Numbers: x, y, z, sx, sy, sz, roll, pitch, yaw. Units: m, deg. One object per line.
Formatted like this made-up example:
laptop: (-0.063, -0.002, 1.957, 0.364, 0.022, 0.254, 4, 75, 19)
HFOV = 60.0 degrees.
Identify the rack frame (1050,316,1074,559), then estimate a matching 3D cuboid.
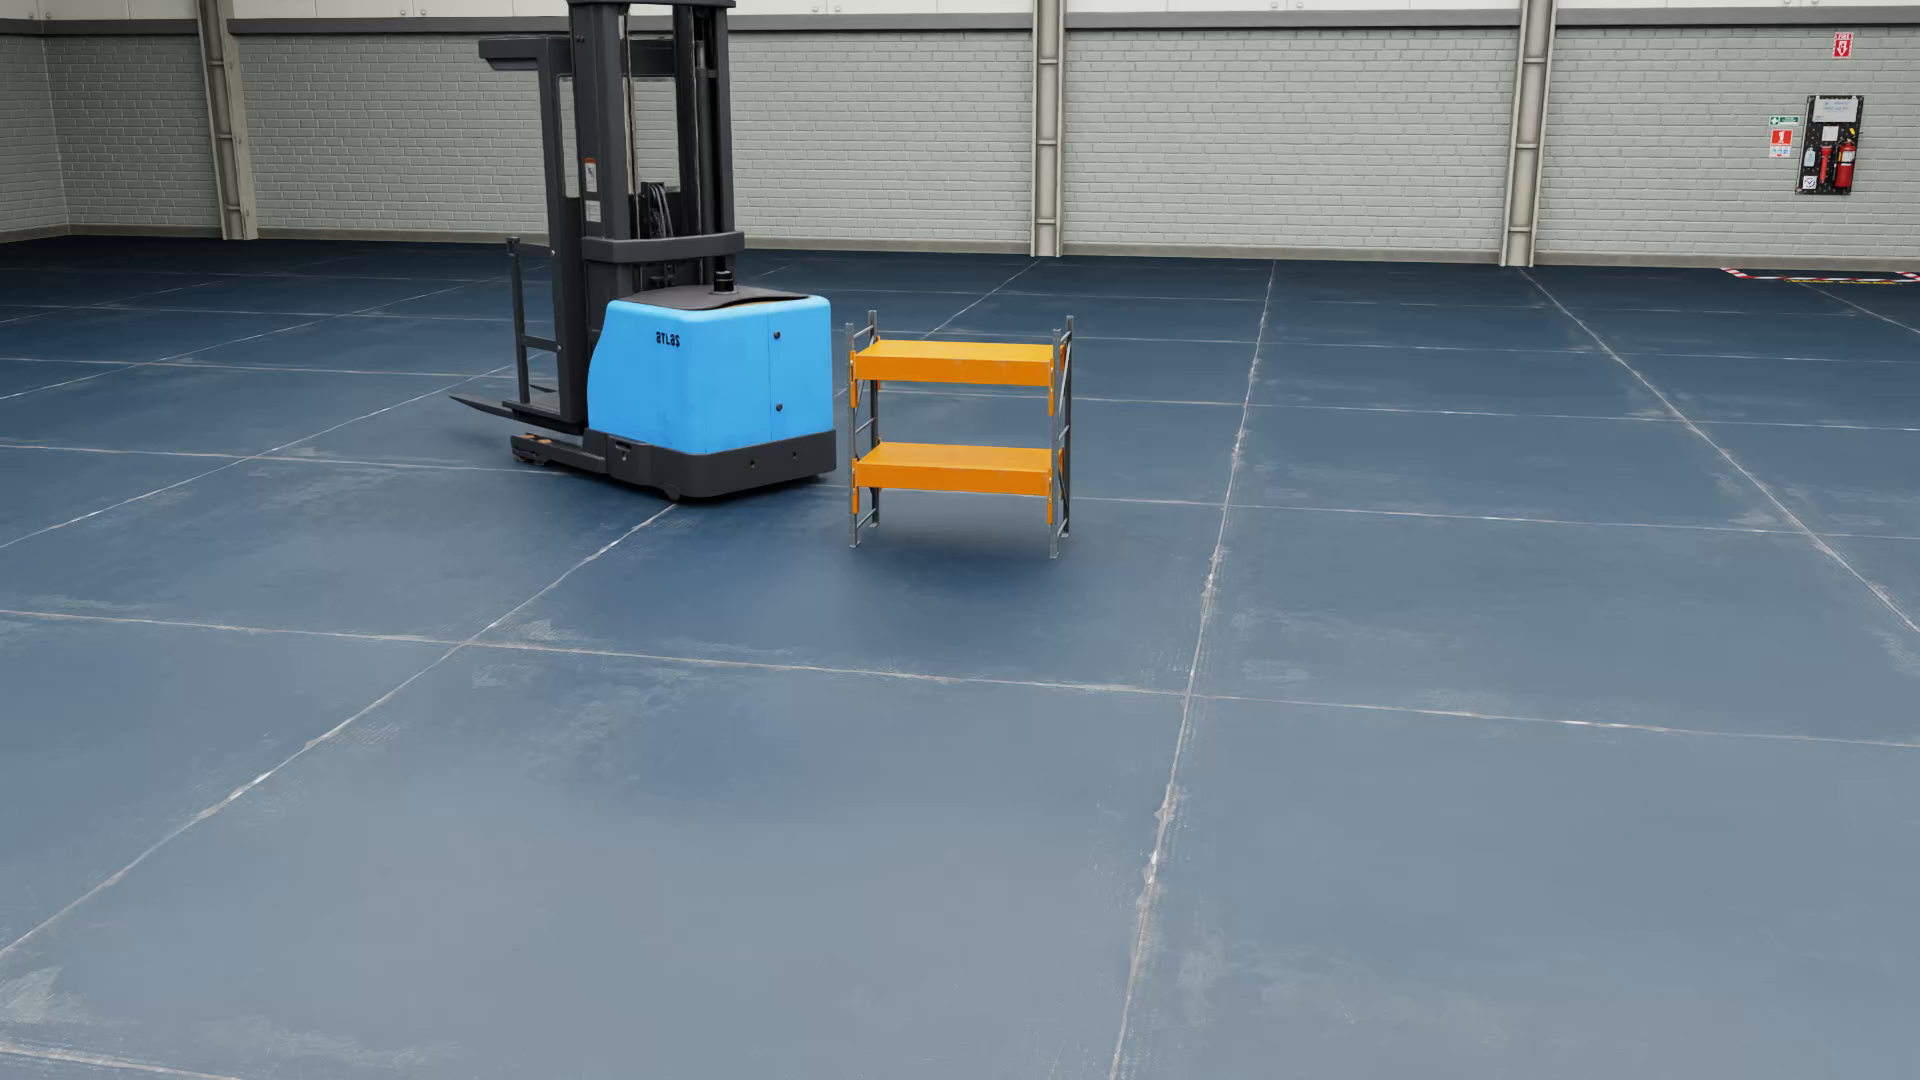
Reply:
rack frame: (0.505, -0.515, 8.243, 0.032, 1.125, 0.500, 3, 16, 11)

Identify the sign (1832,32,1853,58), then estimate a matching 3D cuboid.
sign: (10.515, -5.894, 19.808, 0.199, 0.298, 0.001, 3, 16, 11)

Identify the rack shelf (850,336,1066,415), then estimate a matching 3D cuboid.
rack shelf: (0.007, -0.824, 8.262, 1.000, 0.278, 0.538, 3, 16, 11)

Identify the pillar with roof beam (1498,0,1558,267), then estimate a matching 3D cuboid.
pillar with roof beam: (6.180, -6.693, 15.797, 0.400, 9.000, 9.100, 3, 16, 11)

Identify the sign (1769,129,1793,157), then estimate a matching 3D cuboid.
sign: (9.982, -4.824, 20.221, 0.234, 0.329, 0.001, 3, 16, 11)

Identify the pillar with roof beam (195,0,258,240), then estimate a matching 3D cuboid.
pillar with roof beam: (-11.459, -7.651, 19.254, 0.400, 9.000, 9.100, 3, 16, 11)

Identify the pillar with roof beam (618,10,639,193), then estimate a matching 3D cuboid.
pillar with roof beam: (-5.580, -7.331, 18.102, 0.400, 9.000, 9.100, 3, 16, 11)

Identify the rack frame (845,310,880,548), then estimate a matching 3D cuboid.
rack frame: (-0.492, -0.569, 8.438, 0.032, 1.125, 0.500, 3, 16, 11)

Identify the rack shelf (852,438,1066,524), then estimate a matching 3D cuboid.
rack shelf: (0.007, -0.306, 8.406, 1.000, 0.278, 0.538, 3, 16, 11)

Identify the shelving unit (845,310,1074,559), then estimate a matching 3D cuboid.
shelving unit: (0.007, -0.542, 8.341, 1.048, 1.125, 0.538, 3, 16, 11)

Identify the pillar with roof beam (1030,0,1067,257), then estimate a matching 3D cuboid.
pillar with roof beam: (0.300, -7.012, 16.949, 0.400, 9.000, 9.100, 3, 16, 11)

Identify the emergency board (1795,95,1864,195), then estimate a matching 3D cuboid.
emergency board: (10.503, -4.750, 20.022, 0.643, 1.169, 0.194, 3, 16, 11)

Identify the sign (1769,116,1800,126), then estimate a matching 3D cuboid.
sign: (9.985, -5.077, 20.141, 0.331, 0.109, 0.001, 3, 16, 11)

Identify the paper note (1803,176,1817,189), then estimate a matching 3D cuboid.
paper note: (10.343, -4.353, 20.239, 0.142, 0.148, 0.016, 3, 16, 11)

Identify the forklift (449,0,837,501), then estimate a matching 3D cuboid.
forklift: (-2.121, -1.946, 10.026, 3.031, 2.935, 1.130, 15, 21, 43)
